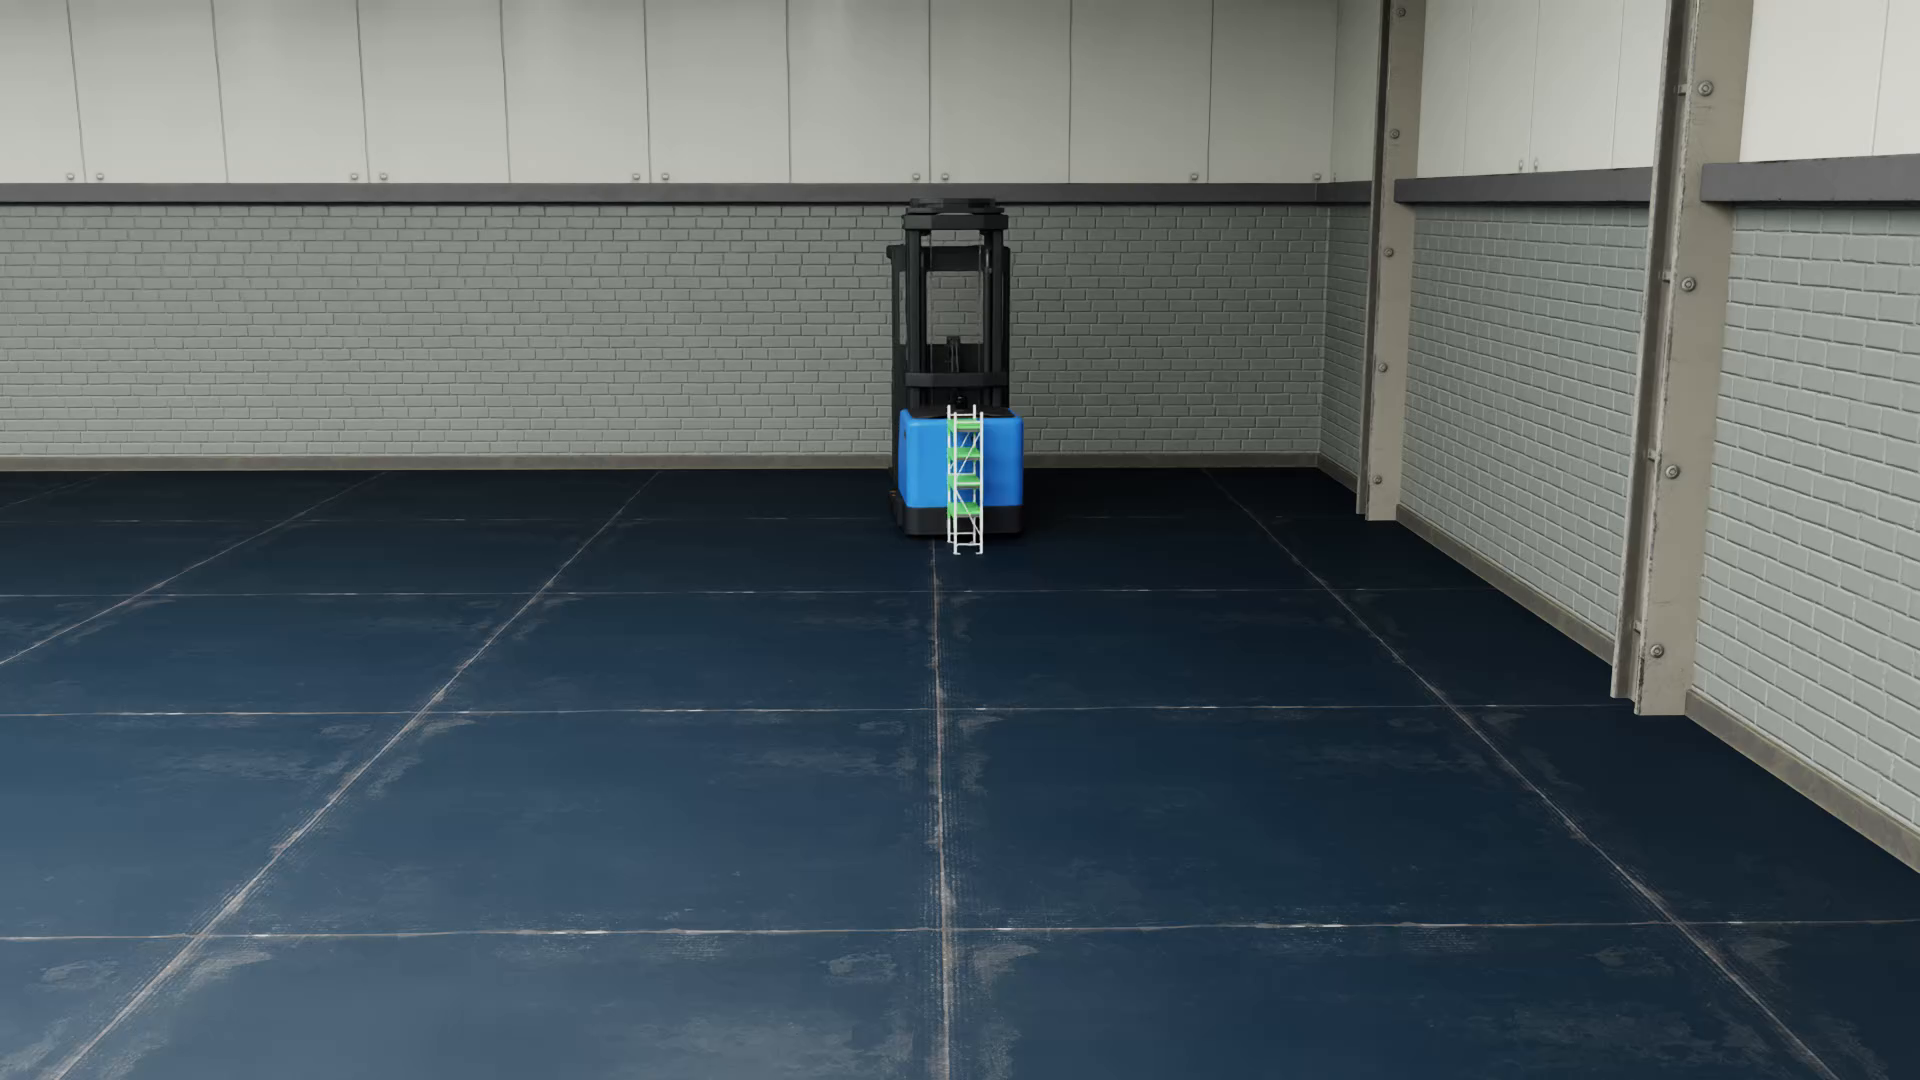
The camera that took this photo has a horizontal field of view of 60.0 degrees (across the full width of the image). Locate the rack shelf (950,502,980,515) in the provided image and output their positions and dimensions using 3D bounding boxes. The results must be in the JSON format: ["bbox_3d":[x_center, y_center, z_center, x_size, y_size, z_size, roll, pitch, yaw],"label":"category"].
[{"bbox_3d":[0.043,-0.270,14.131,0.221,0.021,0.457,-1,12,-6],"label":"rack shelf"}]

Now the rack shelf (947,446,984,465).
[{"bbox_3d":[0.043,-0.688,14.046,0.258,0.148,0.480,-1,12,-6],"label":"rack shelf"}]

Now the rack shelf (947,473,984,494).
[{"bbox_3d":[0.043,-0.453,14.094,0.258,0.148,0.480,-1,12,-6],"label":"rack shelf"}]

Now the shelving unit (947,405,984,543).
[{"bbox_3d":[0.043,-0.516,14.087,0.258,1.200,0.492,-1,12,-6],"label":"shelving unit"}]

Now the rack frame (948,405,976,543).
[{"bbox_3d":[0.016,-0.563,14.319,0.240,1.200,0.015,-1,12,-6],"label":"rack frame"}]

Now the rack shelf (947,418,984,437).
[{"bbox_3d":[0.043,-0.923,13.998,0.258,0.148,0.480,-1,12,-6],"label":"rack shelf"}]

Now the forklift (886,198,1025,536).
[{"bbox_3d":[-0.112,-1.715,15.641,1.130,2.935,3.031,-1,12,-6],"label":"forklift"}]
